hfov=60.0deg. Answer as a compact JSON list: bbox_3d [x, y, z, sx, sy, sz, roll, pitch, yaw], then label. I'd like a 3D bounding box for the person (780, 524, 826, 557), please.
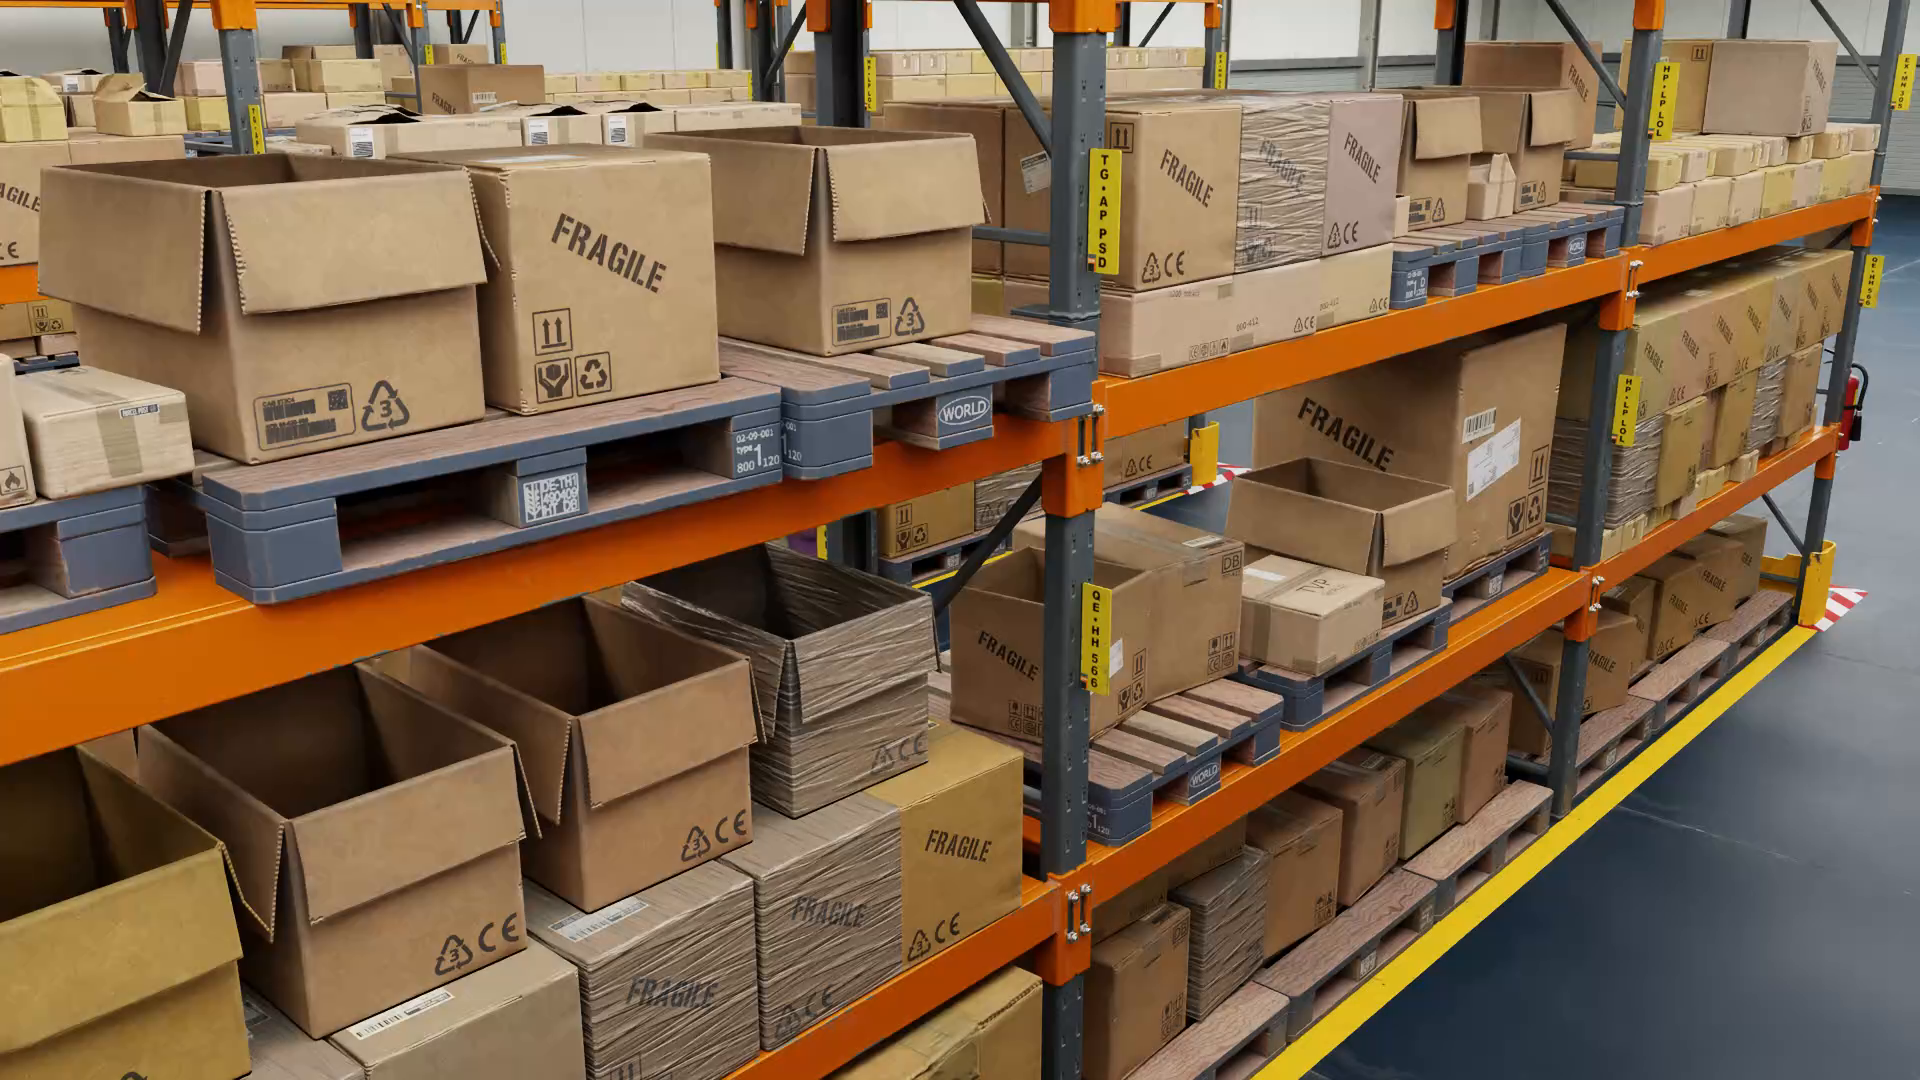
[{"bbox_3d":[-0.835,0.239,9.434,0.433,1.523,0.417,15,23,41],"label":"person"}]
